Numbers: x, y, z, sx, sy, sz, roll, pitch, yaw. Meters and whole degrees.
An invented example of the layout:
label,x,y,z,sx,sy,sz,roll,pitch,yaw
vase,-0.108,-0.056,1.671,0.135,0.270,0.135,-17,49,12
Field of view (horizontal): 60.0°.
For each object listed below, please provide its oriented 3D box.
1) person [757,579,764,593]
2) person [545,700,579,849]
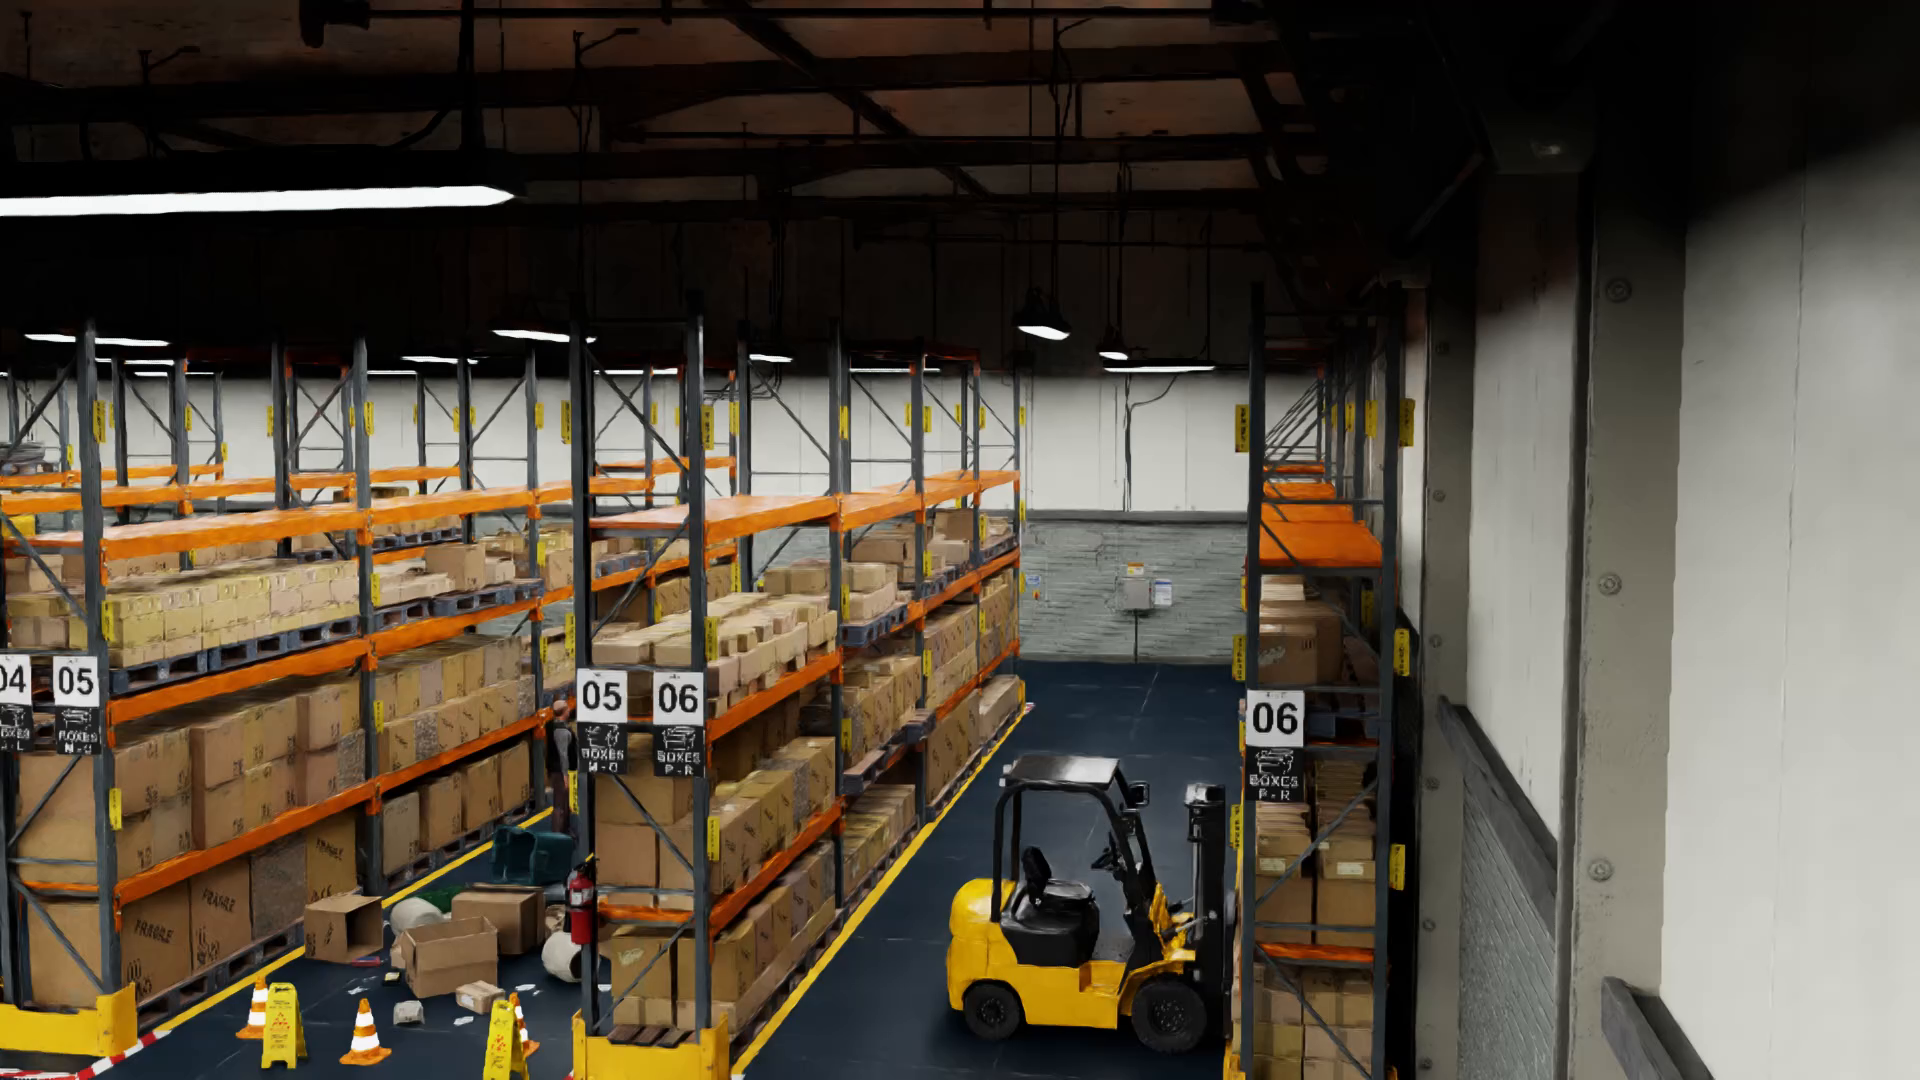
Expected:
label,x,y,z,sx,sy,sz,roll,pitch,yaw
person,-3.924,1.634,33.157,0.572,1.703,1.029,2,5,20
person,-4.621,2.725,19.473,0.448,1.730,0.586,-2,5,-20
